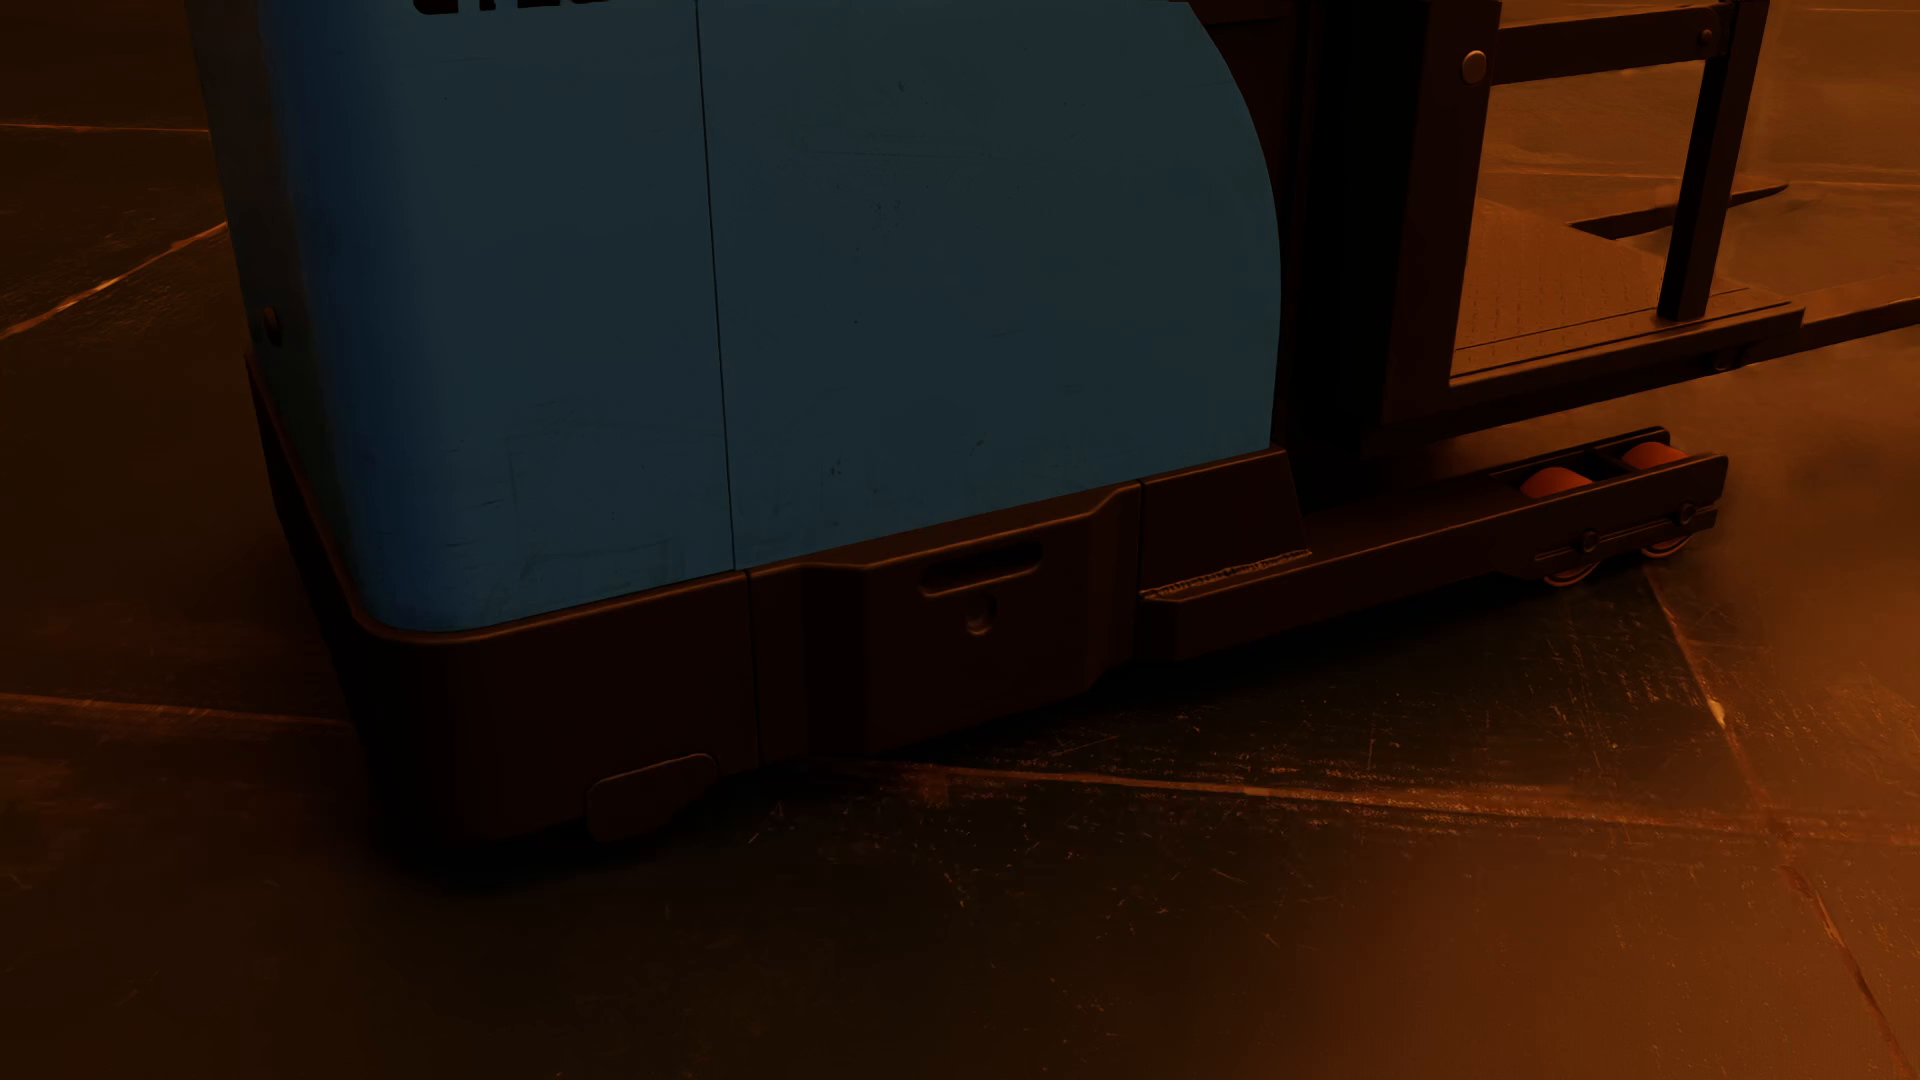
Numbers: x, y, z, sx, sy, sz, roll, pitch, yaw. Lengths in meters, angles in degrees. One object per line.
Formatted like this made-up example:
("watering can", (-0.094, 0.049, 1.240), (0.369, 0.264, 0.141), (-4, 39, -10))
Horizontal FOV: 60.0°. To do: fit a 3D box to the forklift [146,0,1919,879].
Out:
("forklift", (0.496, -1.471, 2.166), (3.031, 2.935, 1.130), (-18, 31, -31))
